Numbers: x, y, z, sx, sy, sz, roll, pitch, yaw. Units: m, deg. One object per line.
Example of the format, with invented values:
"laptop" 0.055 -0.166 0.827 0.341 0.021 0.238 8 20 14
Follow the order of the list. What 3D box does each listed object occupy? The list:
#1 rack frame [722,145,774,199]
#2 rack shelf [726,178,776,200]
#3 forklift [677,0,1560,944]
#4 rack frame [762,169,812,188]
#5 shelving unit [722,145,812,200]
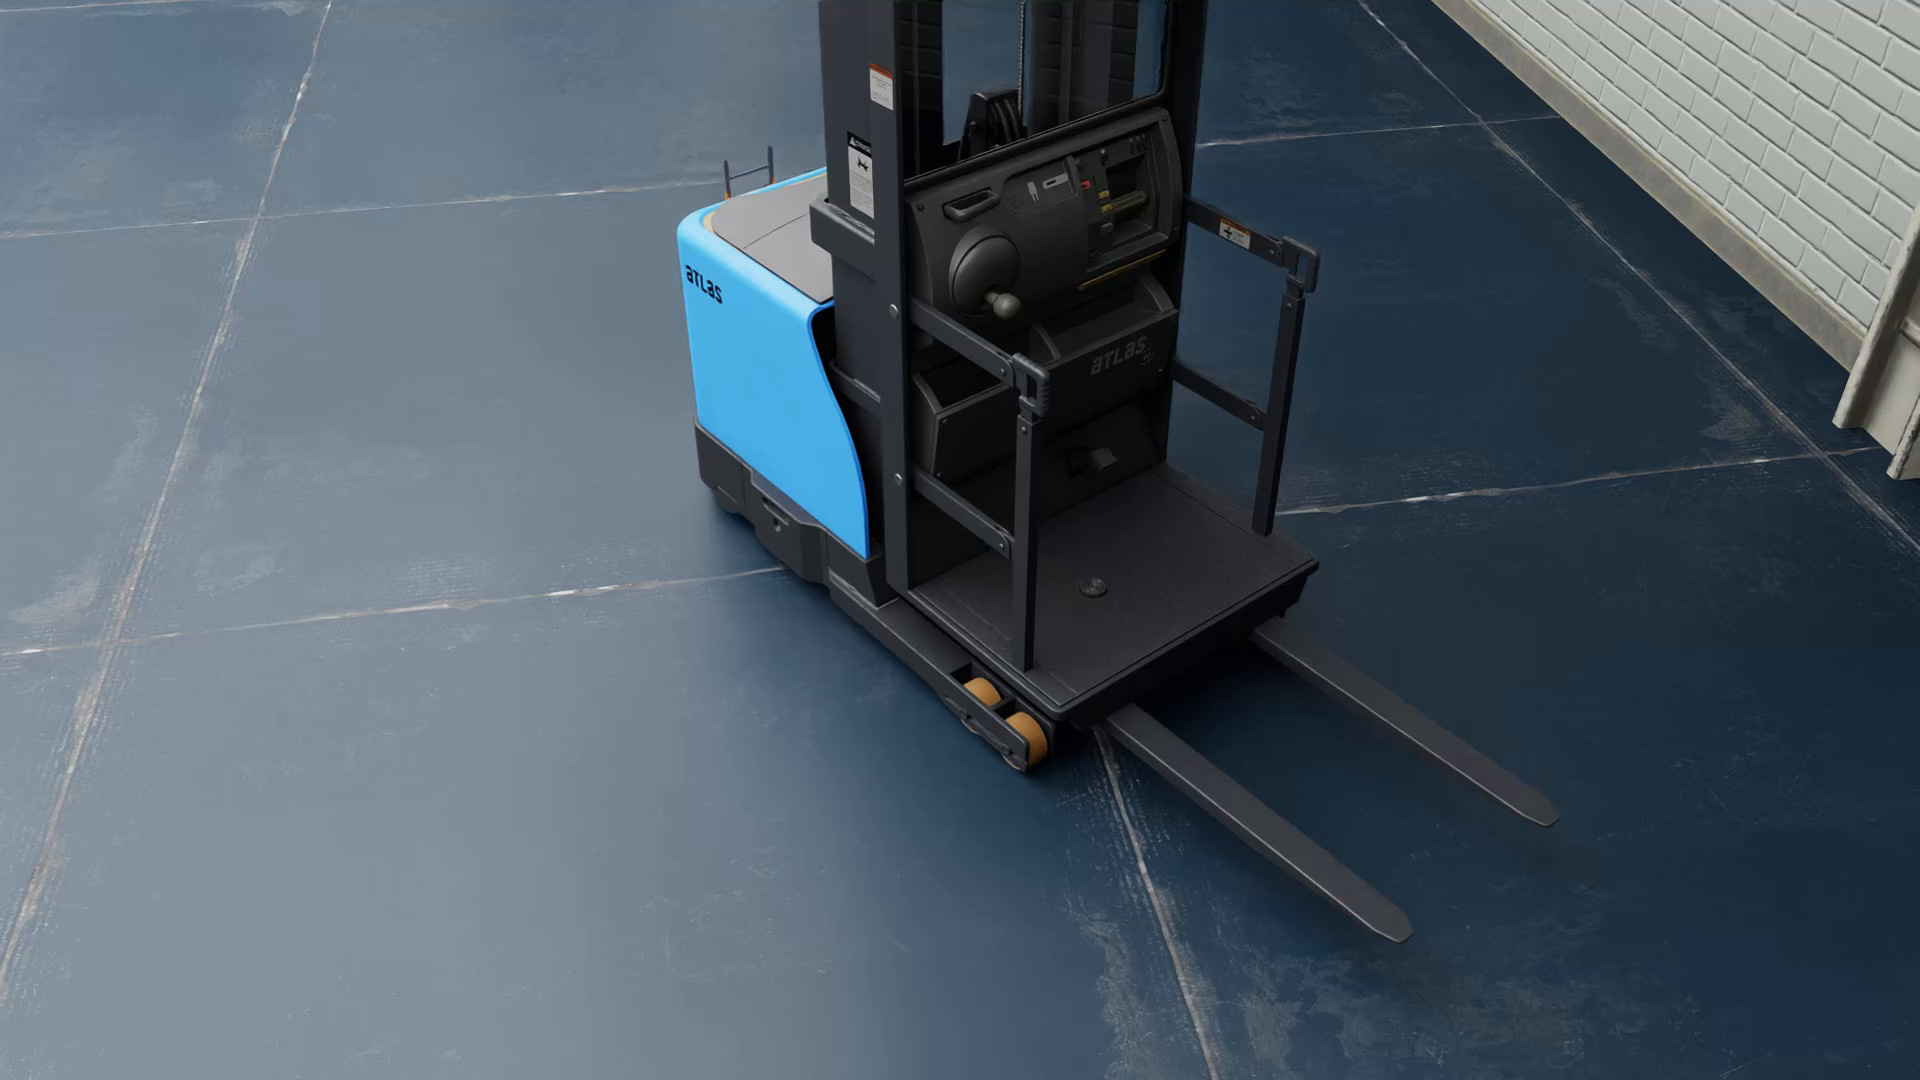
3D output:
"rack frame" -0.737 -0.925 6.086 0.200 1.050 0.008 -27 45 -30
"rack shelf" -0.660 -1.083 5.843 0.215 0.259 0.240 -27 45 -30
"forklift" 0.391 -0.834 4.435 1.130 2.935 3.031 -27 45 -30
"rack frame" -0.583 -0.809 5.936 0.200 1.050 0.008 -27 45 -30
"shelving unit" -0.660 -0.867 6.011 0.215 1.050 0.252 -27 45 -30
